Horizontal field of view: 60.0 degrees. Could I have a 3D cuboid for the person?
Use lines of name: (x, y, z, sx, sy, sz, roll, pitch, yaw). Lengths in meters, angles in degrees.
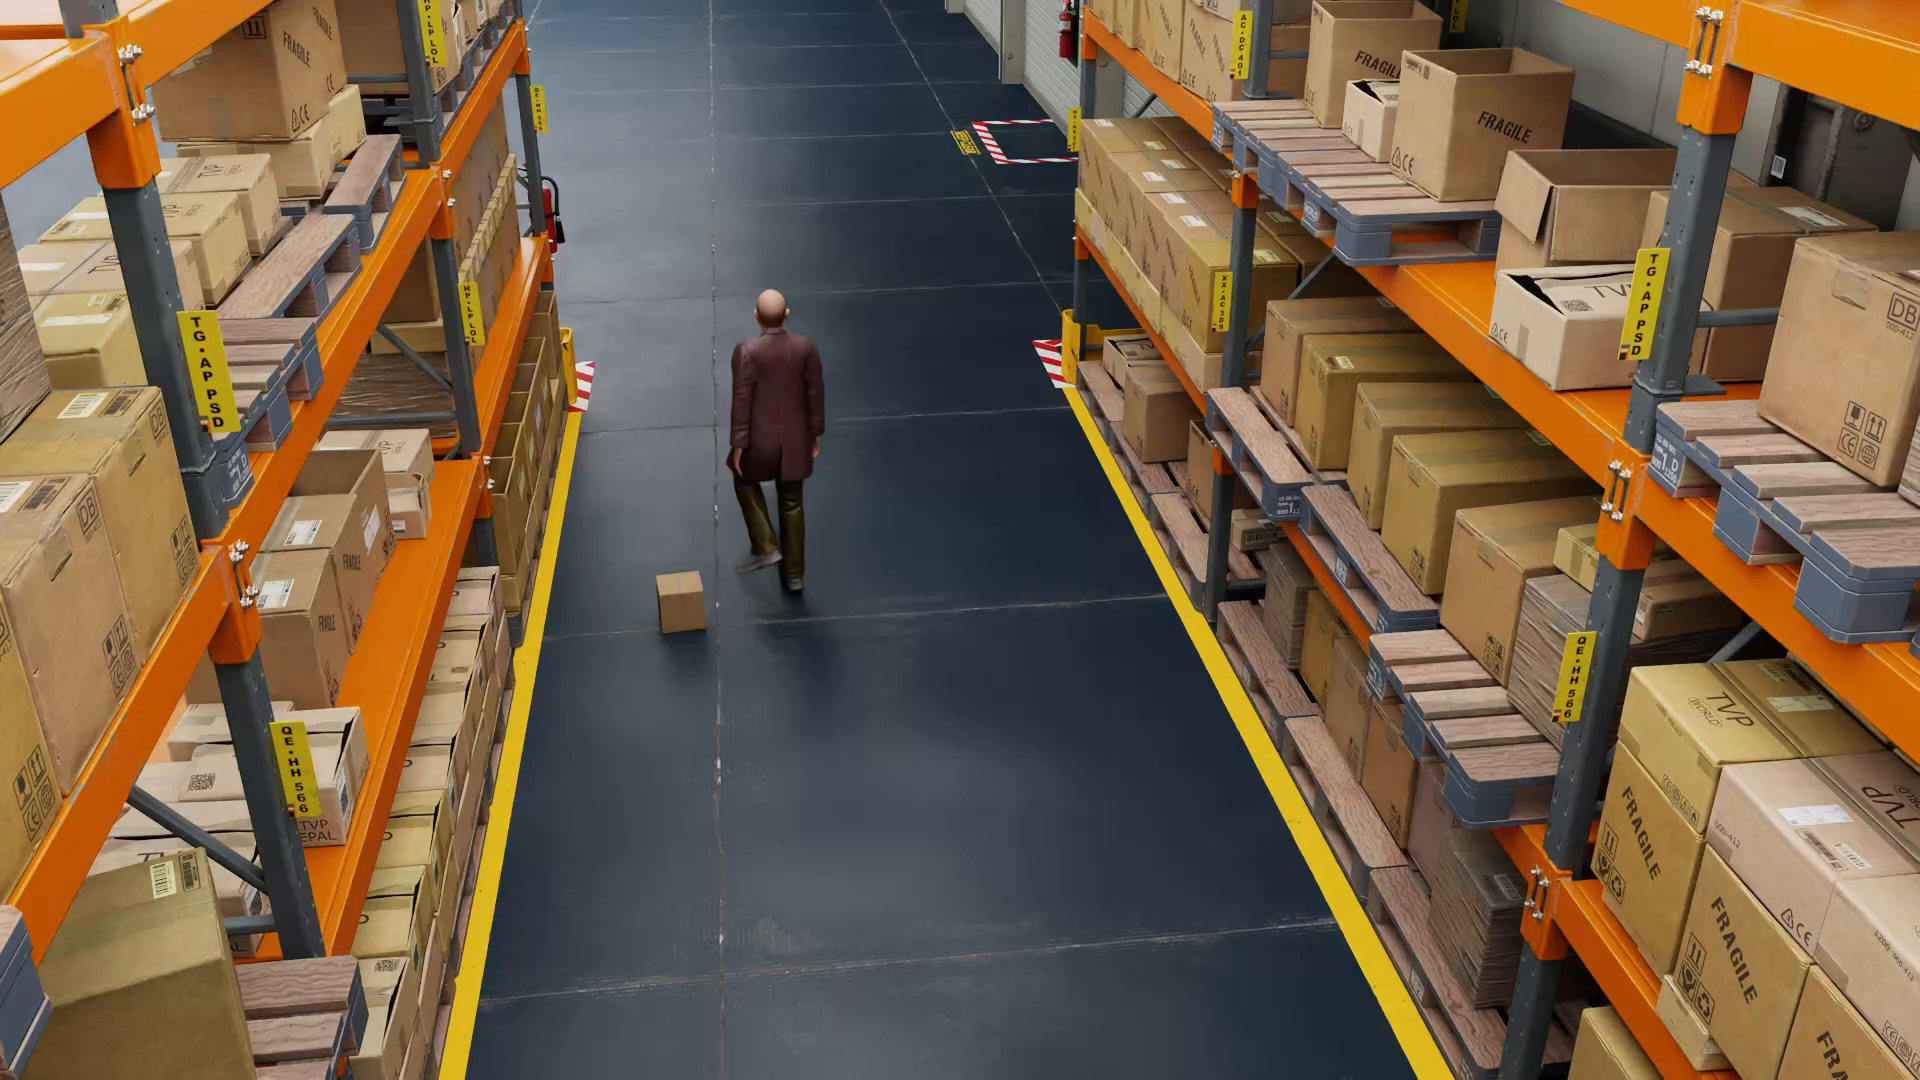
person: (-1.071, -0.588, 9.751, 0.618, 1.763, 0.556, -10, 29, -20)
